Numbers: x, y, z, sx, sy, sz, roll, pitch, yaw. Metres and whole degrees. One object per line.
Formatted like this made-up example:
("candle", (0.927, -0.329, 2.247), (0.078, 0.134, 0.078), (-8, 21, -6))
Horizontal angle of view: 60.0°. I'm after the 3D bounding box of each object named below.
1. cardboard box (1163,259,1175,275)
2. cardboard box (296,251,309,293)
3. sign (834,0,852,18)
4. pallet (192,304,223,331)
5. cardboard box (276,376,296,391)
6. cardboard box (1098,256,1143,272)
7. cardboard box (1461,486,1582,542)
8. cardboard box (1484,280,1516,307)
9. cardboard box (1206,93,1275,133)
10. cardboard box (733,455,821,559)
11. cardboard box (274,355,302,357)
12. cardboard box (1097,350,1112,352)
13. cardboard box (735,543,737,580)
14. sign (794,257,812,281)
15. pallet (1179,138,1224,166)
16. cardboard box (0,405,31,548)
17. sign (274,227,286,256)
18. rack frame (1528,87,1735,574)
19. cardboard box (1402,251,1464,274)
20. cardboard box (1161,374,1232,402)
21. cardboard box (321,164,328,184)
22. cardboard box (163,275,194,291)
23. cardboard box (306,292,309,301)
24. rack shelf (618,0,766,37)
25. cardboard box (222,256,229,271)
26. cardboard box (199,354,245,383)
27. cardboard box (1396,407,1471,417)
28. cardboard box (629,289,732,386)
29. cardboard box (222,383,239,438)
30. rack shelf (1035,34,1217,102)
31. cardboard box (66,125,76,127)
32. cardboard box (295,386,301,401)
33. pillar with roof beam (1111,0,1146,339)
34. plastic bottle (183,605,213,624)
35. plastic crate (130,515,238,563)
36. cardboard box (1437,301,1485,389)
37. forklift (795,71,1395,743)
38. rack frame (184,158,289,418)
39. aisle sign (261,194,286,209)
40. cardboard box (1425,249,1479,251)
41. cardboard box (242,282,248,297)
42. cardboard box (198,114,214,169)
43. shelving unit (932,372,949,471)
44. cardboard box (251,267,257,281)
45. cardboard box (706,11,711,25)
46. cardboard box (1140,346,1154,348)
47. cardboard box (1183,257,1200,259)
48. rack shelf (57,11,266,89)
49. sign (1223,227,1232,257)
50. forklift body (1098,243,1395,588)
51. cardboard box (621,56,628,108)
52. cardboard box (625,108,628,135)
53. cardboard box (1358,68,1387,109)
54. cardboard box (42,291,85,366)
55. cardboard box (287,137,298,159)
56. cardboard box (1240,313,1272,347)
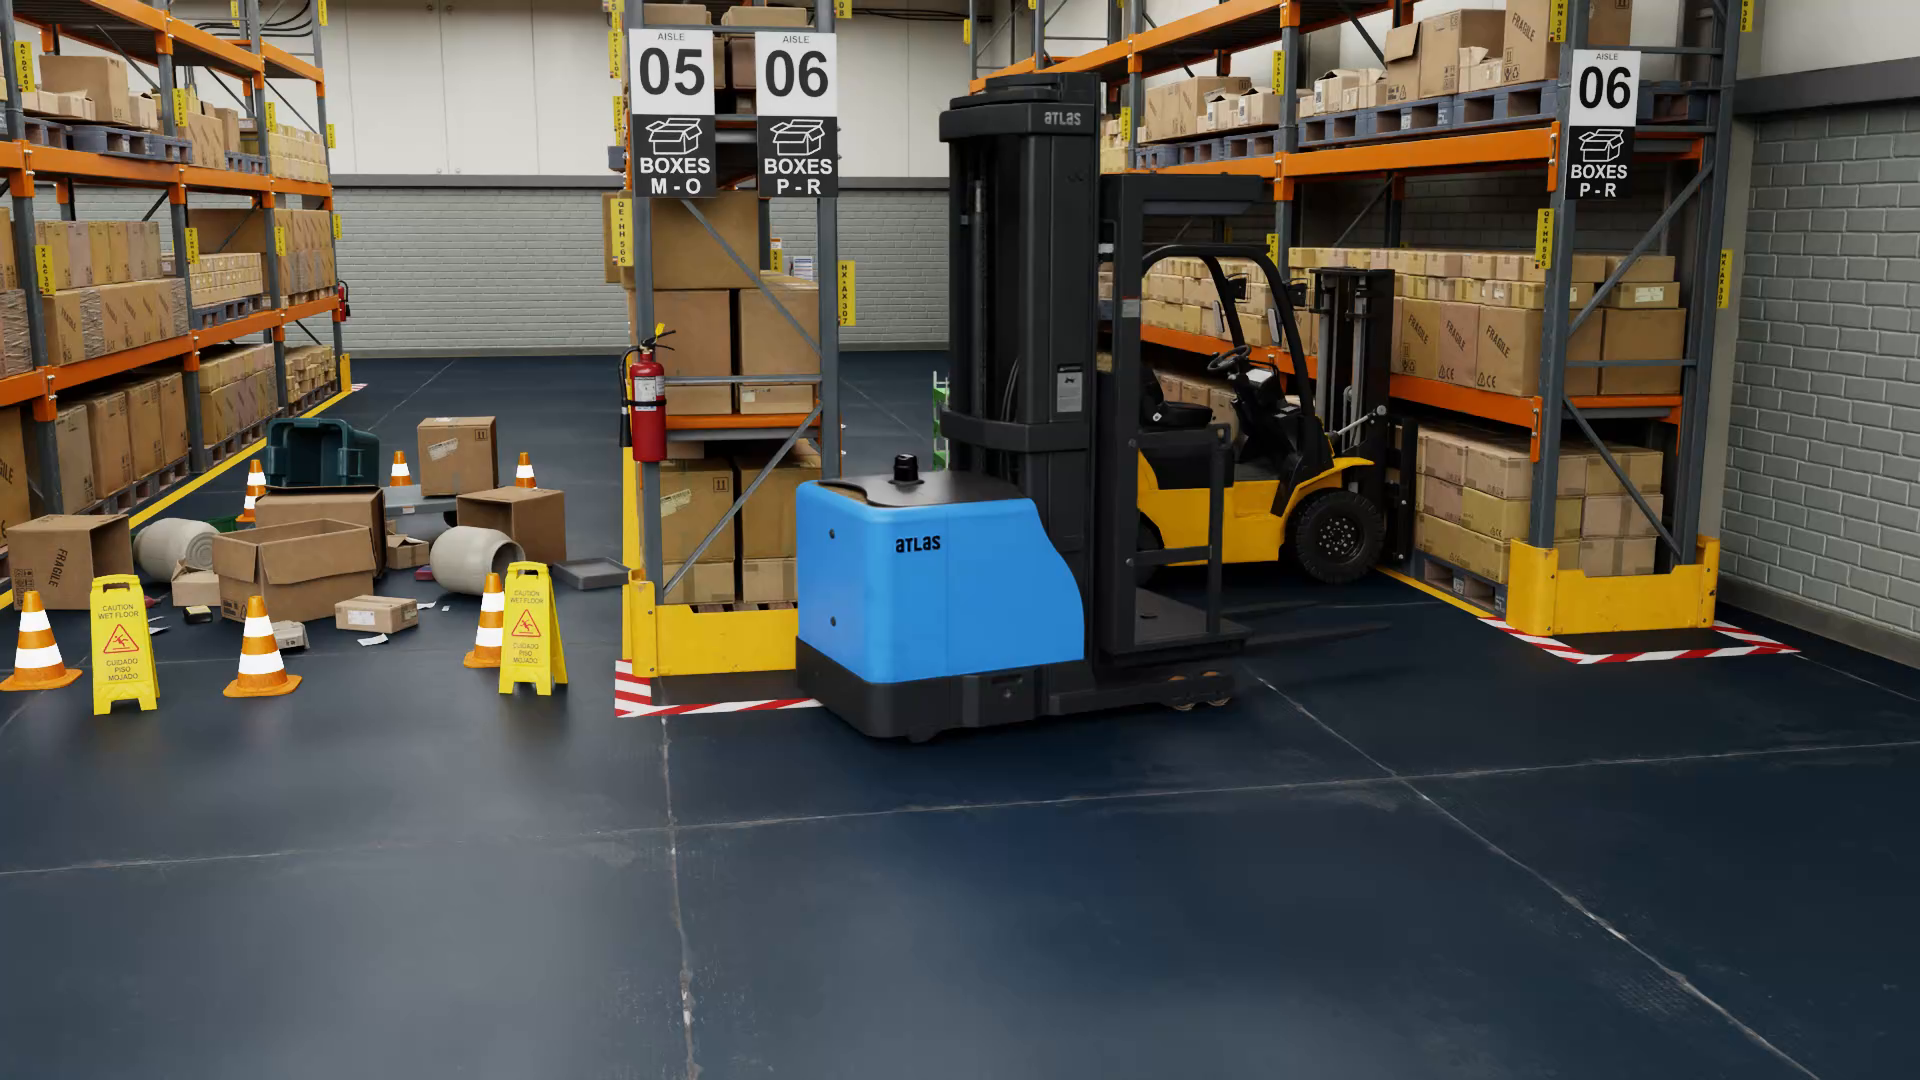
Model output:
("cardboard box", (2.161, -2.612, 15.893), (0.380, 0.149, 0.250), (-2, 11, -10))
("cardboard box", (-8.300, -3.289, 20.390), (0.500, 0.500, 0.500), (-2, 11, -12))
("sign", (-0.583, -2.730, 8.156), (0.100, 0.325, 0.005), (-2, 11, -11))
("pallet", (-7.750, -2.108, 15.764), (1.213, 0.211, 1.003), (-2, 11, -11))
("cardboard box", (-8.042, -1.839, 19.544), (0.380, 0.149, 0.250), (-2, 11, -8))
("cardboard box", (1.698, -3.005, 18.564), (0.797, 0.503, 0.637), (-2, 11, -12))
("cardboard box", (3.351, -0.167, 9.947), (0.500, 0.250, 0.500), (-2, 11, -12))
("cardboard box", (3.332, -1.455, 9.817), (0.380, 0.149, 0.250), (-2, 11, -10))
("cardboard box", (2.446, -3.672, 14.291), (0.500, 0.311, 0.500), (-3, 11, -13))
("cardboard box", (-1.006, -0.193, 9.415), (0.500, 0.500, 0.500), (-3, 11, -13))
("cardboard box", (-8.418, -2.219, 20.743), (0.380, 0.149, 0.250), (-3, 11, -13))
("cardboard box", (1.622, -2.078, 18.920), (0.380, 0.149, 0.250), (-3, 11, -14))
("cardboard box", (-1.093, 0.086, 9.956), (0.500, 0.250, 0.500), (-2, 11, -9))
("sign", (-2.814, -4.834, 29.825), (0.329, 0.494, 0.001), (-2, 11, -11))
("pallet", (2.637, -3.510, 15.098), (1.003, 0.211, 1.213), (-2, 11, -8))
("cardboard box", (-6.676, -0.387, 10.766), (0.875, 0.875, 0.875), (-2, 11, -10))
("sign", (-7.742, -3.399, 18.936), (0.100, 0.325, 0.005), (-2, 11, -11))
("rack frame", (3.753, -0.988, 9.366), (1.000, 3.000, 0.127), (-2, 11, -11))
("cardboard box", (3.172, -1.841, 11.050), (0.380, 0.149, 0.250), (-2, 11, -10))
("cardboard box", (2.439, -1.261, 16.026), (0.875, 0.625, 0.625), (-2, 11, -9))
("cardboard box", (-8.715, -4.869, 22.135), (0.500, 0.250, 0.500), (-2, 11, -12))
("cardboard box", (-7.404, -2.401, 15.540), (0.380, 0.149, 0.250), (-2, 11, -8))
("cardboard box", (-8.559, -3.131, 21.294), (0.380, 0.149, 0.250), (-3, 11, -13))
("rack shelf", (-2.282, -4.305, 13.740), (1.077, 0.370, 4.000), (-2, 11, -11))
("cardboard box", (-7.709, -2.830, 16.998), (0.380, 0.149, 0.250), (-2, 11, -12))
("cardboard box", (-7.586, -1.742, 16.883), (0.500, 0.250, 0.500), (-2, 11, -11))
("cardboard box", (3.459, -0.800, 11.932), (0.500, 0.250, 0.500), (-2, 11, -11))
("cardboard box", (-1.491, -1.092, 8.848), (0.500, 0.500, 0.500), (-2, 11, -12))
("cardboard box", (-7.496, -1.285, 16.489), (0.500, 0.500, 0.500), (-2, 11, -10))
("rack shelf", (1.808, -5.220, 18.546), (1.077, 0.370, 4.000), (-2, 11, -11))
("cardboard box", (-7.485, -3.498, 13.543), (0.500, 0.250, 0.500), (-2, 11, -9))
("cardboard box", (-8.093, -1.742, 19.830), (0.380, 0.149, 0.250), (-2, 11, -9))
("pillar with roof beam", (-2.055, -6.140, 20.389), (9.100, 9.000, 0.400), (-2, 11, -11))
("plastic bottle", (-4.482, 0.431, 9.769), (0.133, 0.061, 0.283), (-6, 13, -31))
("plastic crate", (-5.410, -0.005, 11.566), (0.450, 0.188, 0.662), (-7, 8, 20))
("cardboard box", (3.308, -1.214, 10.283), (0.500, 0.500, 0.500), (-2, 11, -9))
("forklift", (0.759, -0.708, 8.079), (3.031, 2.935, 1.130), (-5, 12, -25))
("rack frame", (-8.285, -2.809, 18.934), (1.000, 3.000, 0.127), (-2, 11, -11))
("aisle sign", (-9.372, -4.823, 22.559), (0.394, 0.787, 0.004), (-2, 11, -11))
("cardboard box", (3.547, -2.001, 11.888), (0.380, 0.149, 0.250), (-2, 11, -12))
("cardboard box", (-7.868, -2.687, 17.842), (0.380, 0.149, 0.250), (-3, 11, -14))
("cardboard box", (-7.462, -3.804, 15.872), (0.500, 0.500, 0.500), (-2, 11, -11))
("shelving unit", (-0.032, -0.620, 12.244), (0.258, 1.200, 0.503), (-2, 11, -11))
("cardboard box", (-7.962, -2.924, 18.292), (0.380, 0.149, 0.250), (-2, 11, -11))
("cardboard box", (-1.483, -2.649, 8.608), (0.380, 0.149, 0.250), (-2, 11, -10))
("cardboard box", (2.067, -2.193, 19.525), (0.380, 0.149, 0.250), (-2, 11, -10))
("cardboard box", (2.458, -2.771, 16.730), (0.380, 0.149, 0.250), (-2, 11, -9))
("rack shelf", (-7.896, -4.840, 16.551), (1.077, 0.370, 4.000), (-2, 11, -11))
("sign", (2.740, -3.045, 17.076), (0.100, 0.325, 0.005), (-2, 11, -11))
("forklift body", (1.594, -0.853, 10.924), (2.313, 2.155, 1.214), (-2, 11, -11))
("cardboard box", (-1.682, -2.624, 9.546), (0.500, 0.250, 0.500), (-2, 11, -9))
("cardboard box", (-1.802, -2.493, 9.919), (0.380, 0.149, 0.250), (-2, 11, -12))
("cardboard box", (2.965, -3.102, 11.416), (0.396, 0.266, 0.258), (-2, 11, -12))
("cardboard box", (-6.568, -1.497, 11.774), (0.500, 0.500, 0.500), (-2, 11, -10))
("cardboard box", (-8.320, -4.736, 20.099), (0.500, 0.250, 0.500), (-2, 11, -10))
("cardboard box", (2.620, -1.731, 13.670), (0.500, 0.250, 0.500), (-2, 11, -10))
